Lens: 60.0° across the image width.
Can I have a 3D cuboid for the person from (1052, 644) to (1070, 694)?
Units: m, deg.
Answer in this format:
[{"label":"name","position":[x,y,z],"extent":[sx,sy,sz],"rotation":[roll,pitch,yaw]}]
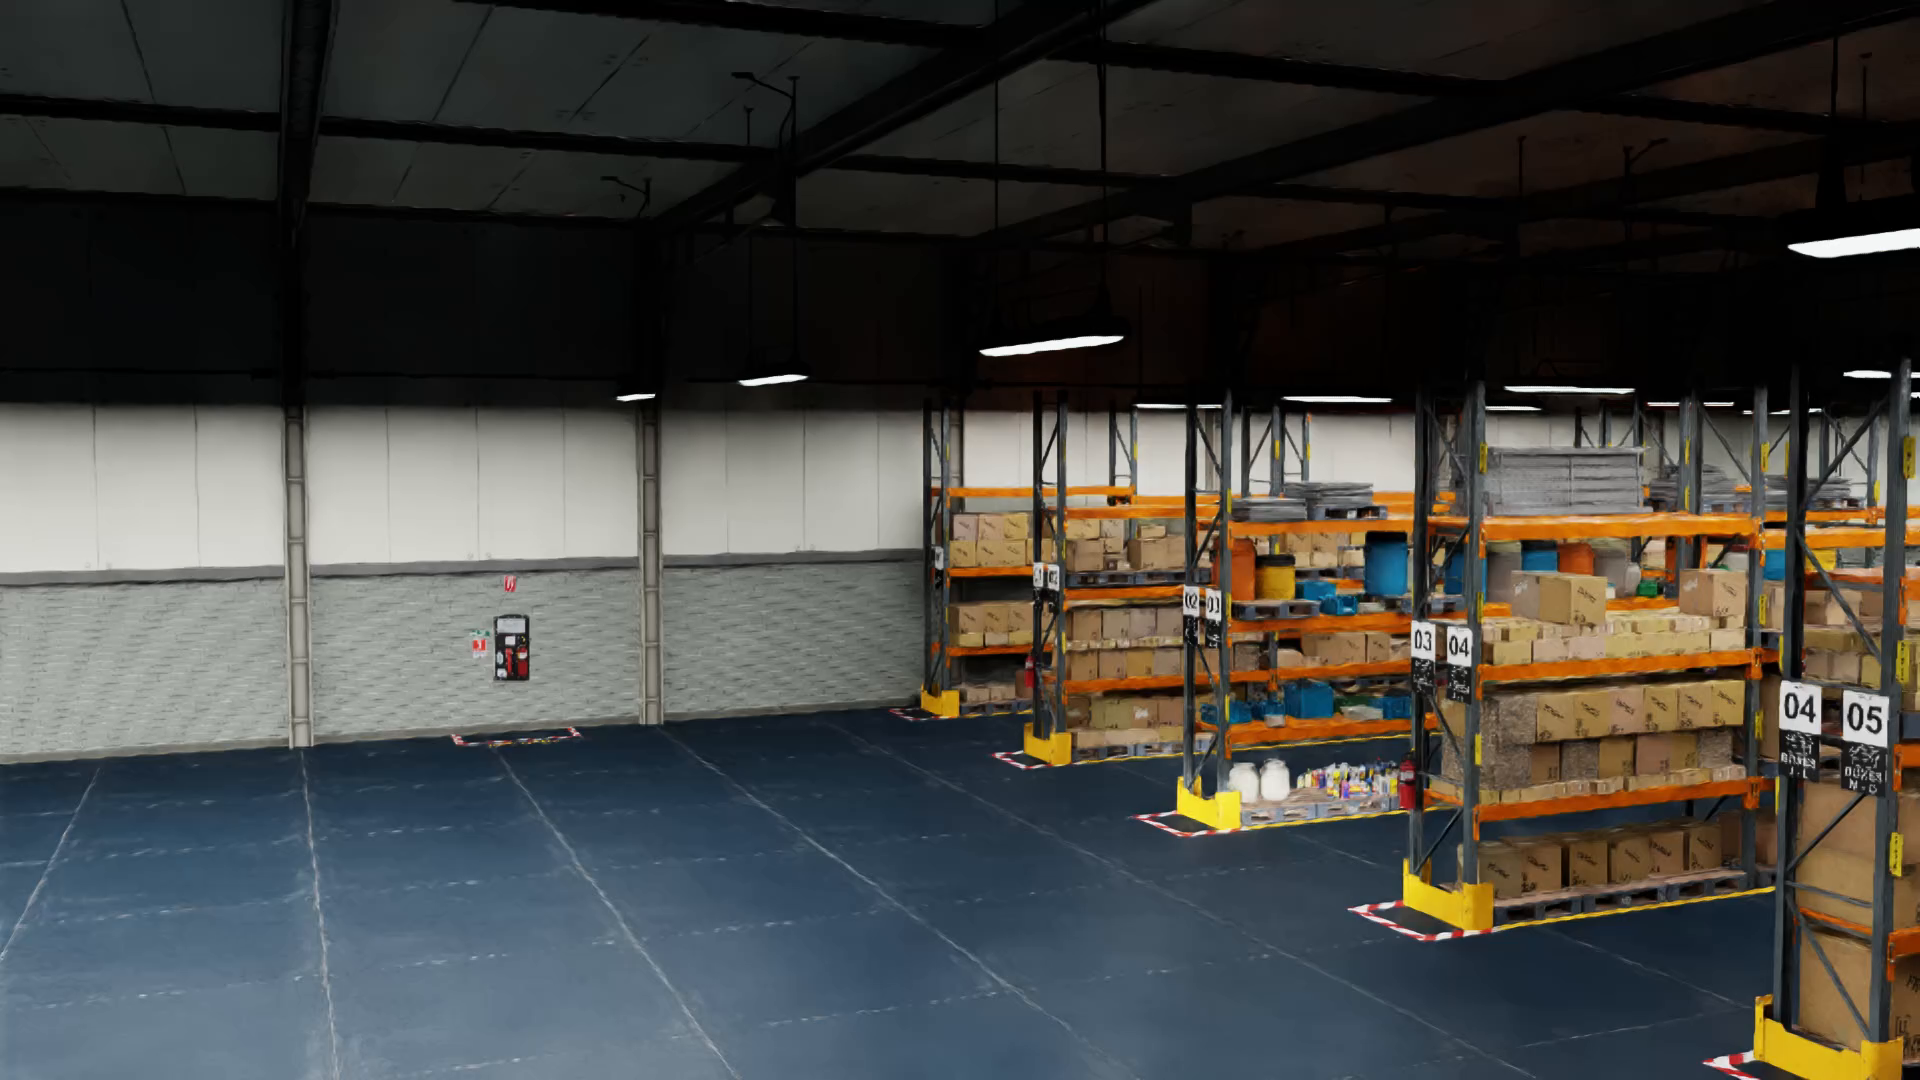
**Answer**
[{"label":"person","position":[1.973,2.435,31.012],"extent":[0.463,1.782,0.598],"rotation":[3,4,41]}]
